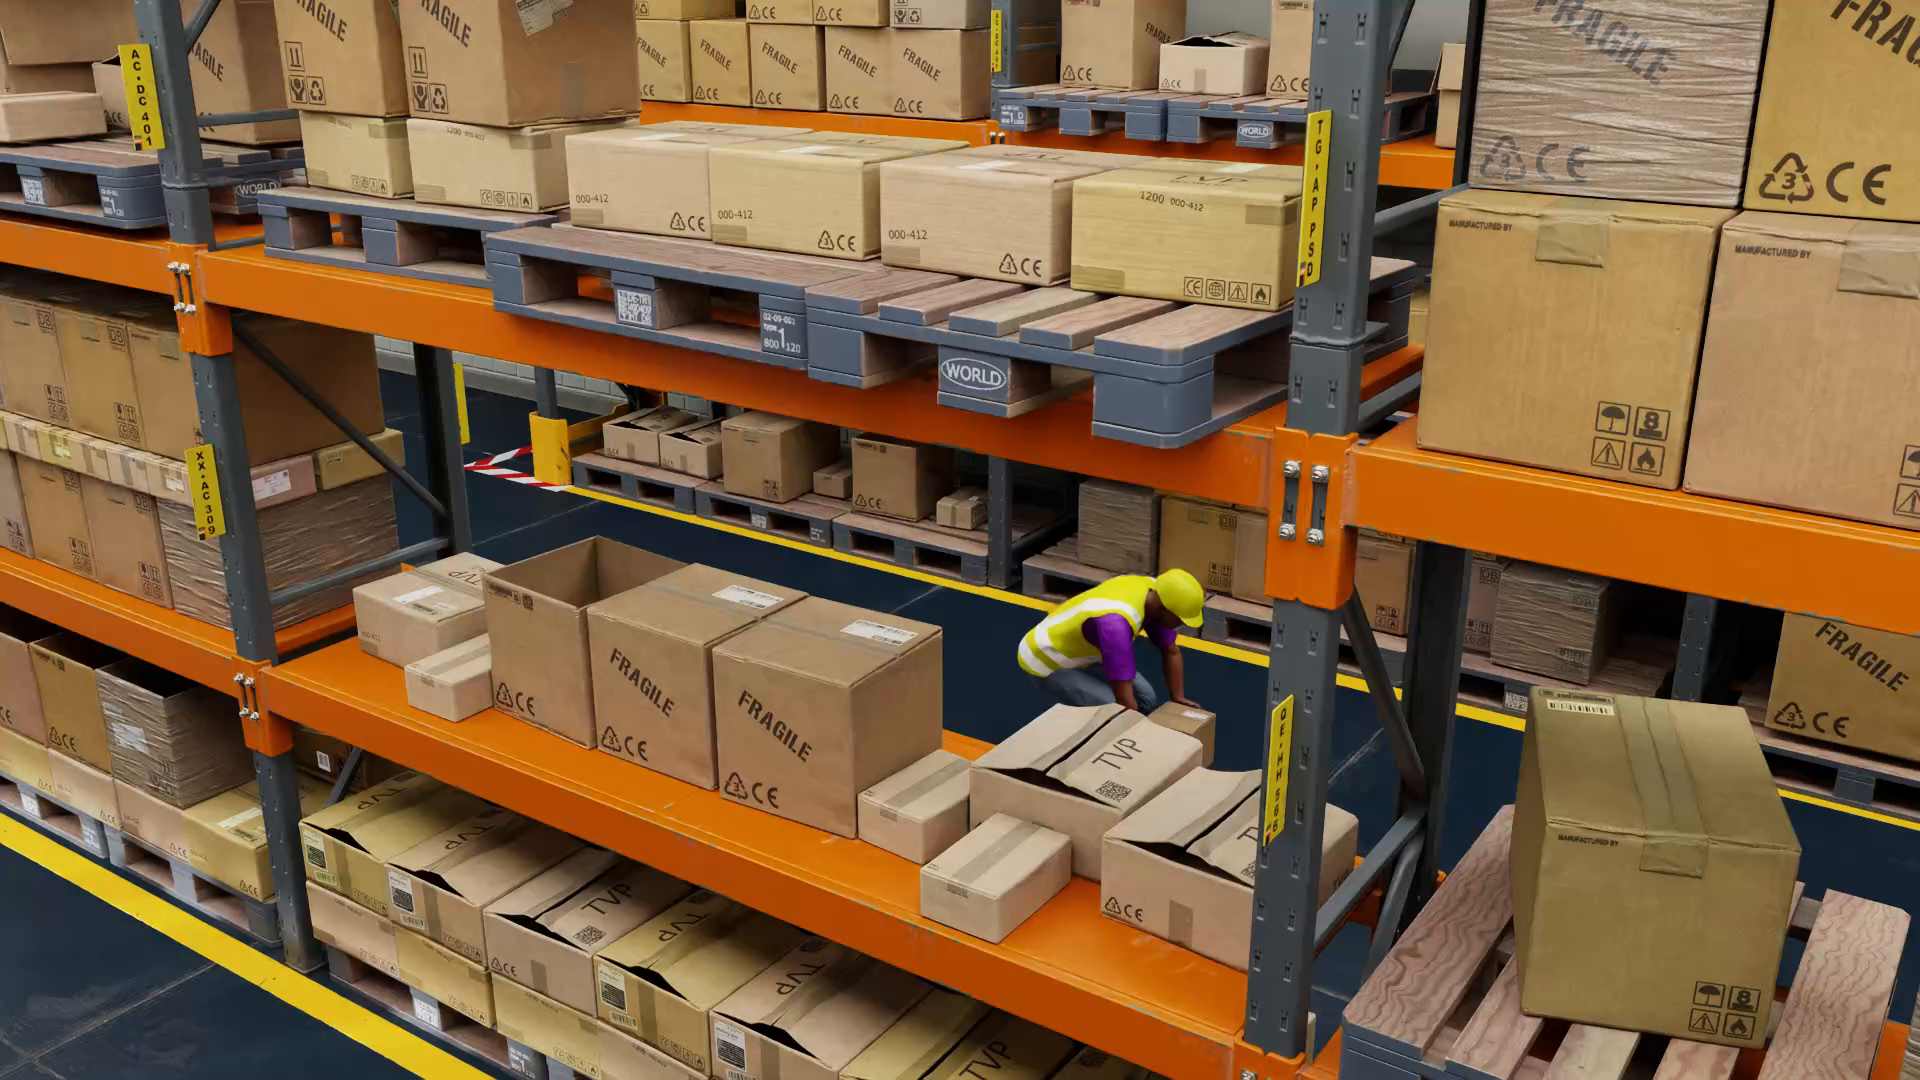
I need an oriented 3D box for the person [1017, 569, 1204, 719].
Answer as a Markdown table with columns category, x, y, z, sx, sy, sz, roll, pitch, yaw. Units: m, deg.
| category | x | y | z | sx | sy | sz | roll | pitch | yaw |
| --- | --- | --- | --- | --- | --- | --- | --- | --- | --- |
| person | 0.716 | 0.611 | 7.773 | 0.856 | 1.133 | 0.607 | 13 | 23 | 32 |
